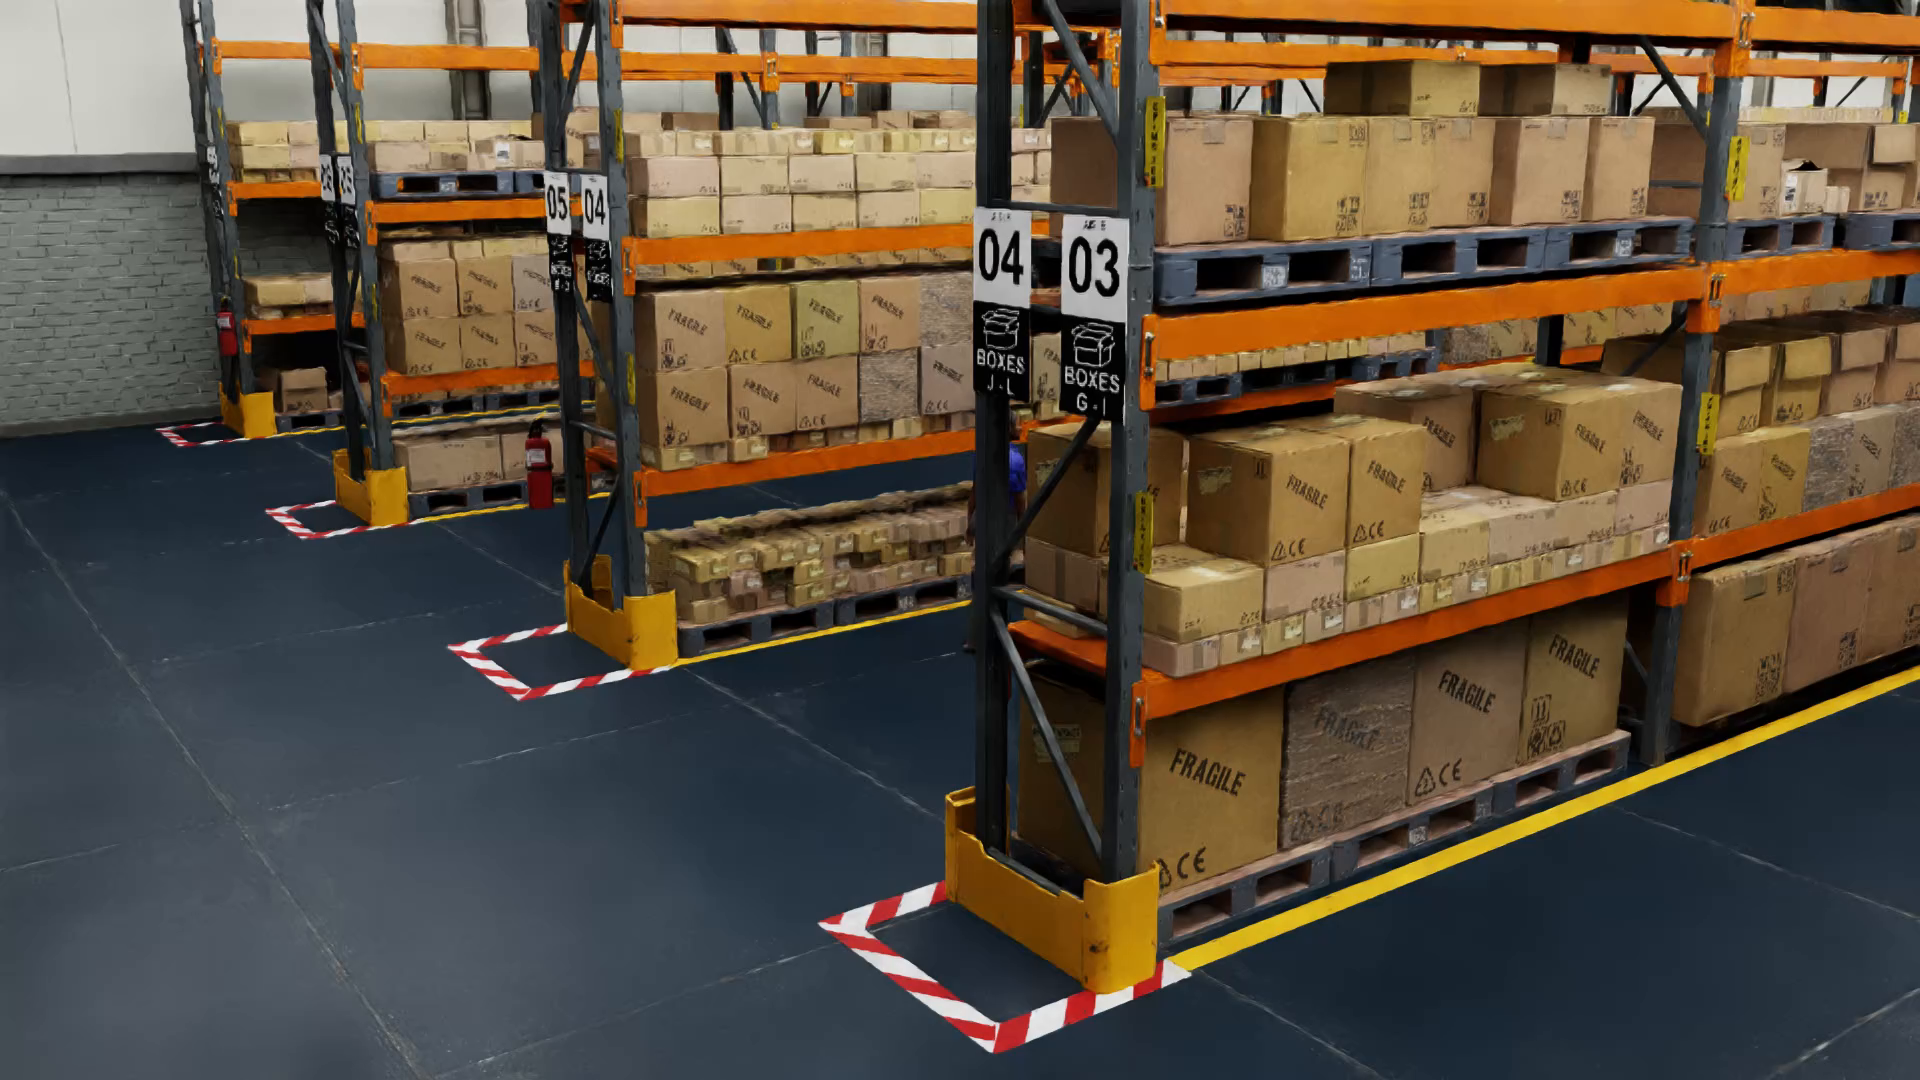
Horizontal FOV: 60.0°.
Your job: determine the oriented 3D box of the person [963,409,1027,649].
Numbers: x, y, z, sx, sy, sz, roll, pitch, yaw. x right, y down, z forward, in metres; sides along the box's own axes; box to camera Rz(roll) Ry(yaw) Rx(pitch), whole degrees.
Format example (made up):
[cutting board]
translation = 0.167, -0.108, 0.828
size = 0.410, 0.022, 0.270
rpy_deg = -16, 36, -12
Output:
[person]
translation = 0.262, -0.065, 11.306
size = 0.593, 1.676, 0.458
rpy_deg = -9, 17, -31
